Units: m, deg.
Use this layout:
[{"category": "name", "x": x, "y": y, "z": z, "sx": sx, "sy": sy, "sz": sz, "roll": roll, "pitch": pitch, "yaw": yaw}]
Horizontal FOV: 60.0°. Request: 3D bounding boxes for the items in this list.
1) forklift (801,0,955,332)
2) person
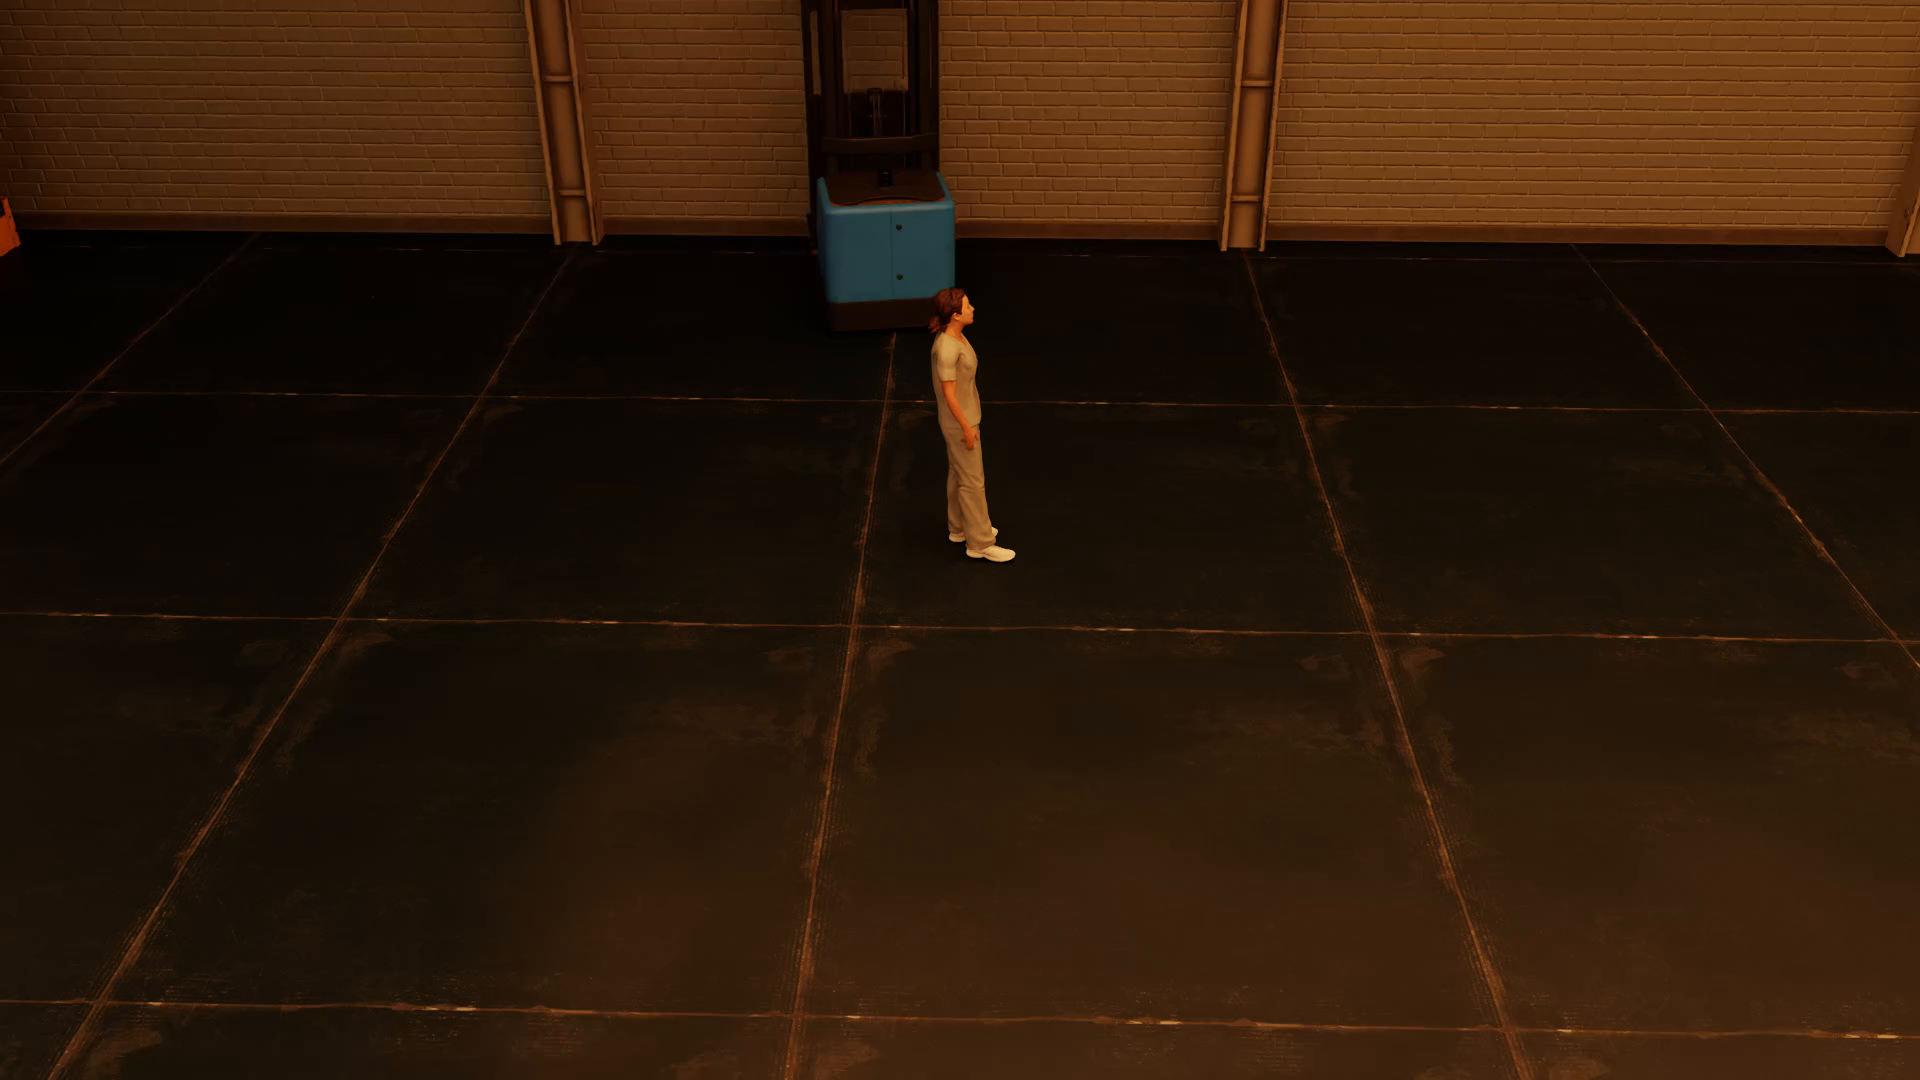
[{"category": "forklift", "x": -0.751, "y": -3.642, "z": 13.790, "sx": 1.130, "sy": 2.935, "sz": 3.031, "roll": -4, "pitch": 31, "yaw": -7}, {"category": "person", "x": 0.073, "y": -0.720, "z": 10.057, "sx": 0.549, "sy": 1.675, "sz": 0.549, "roll": 1, "pitch": 31, "yaw": 1}]
